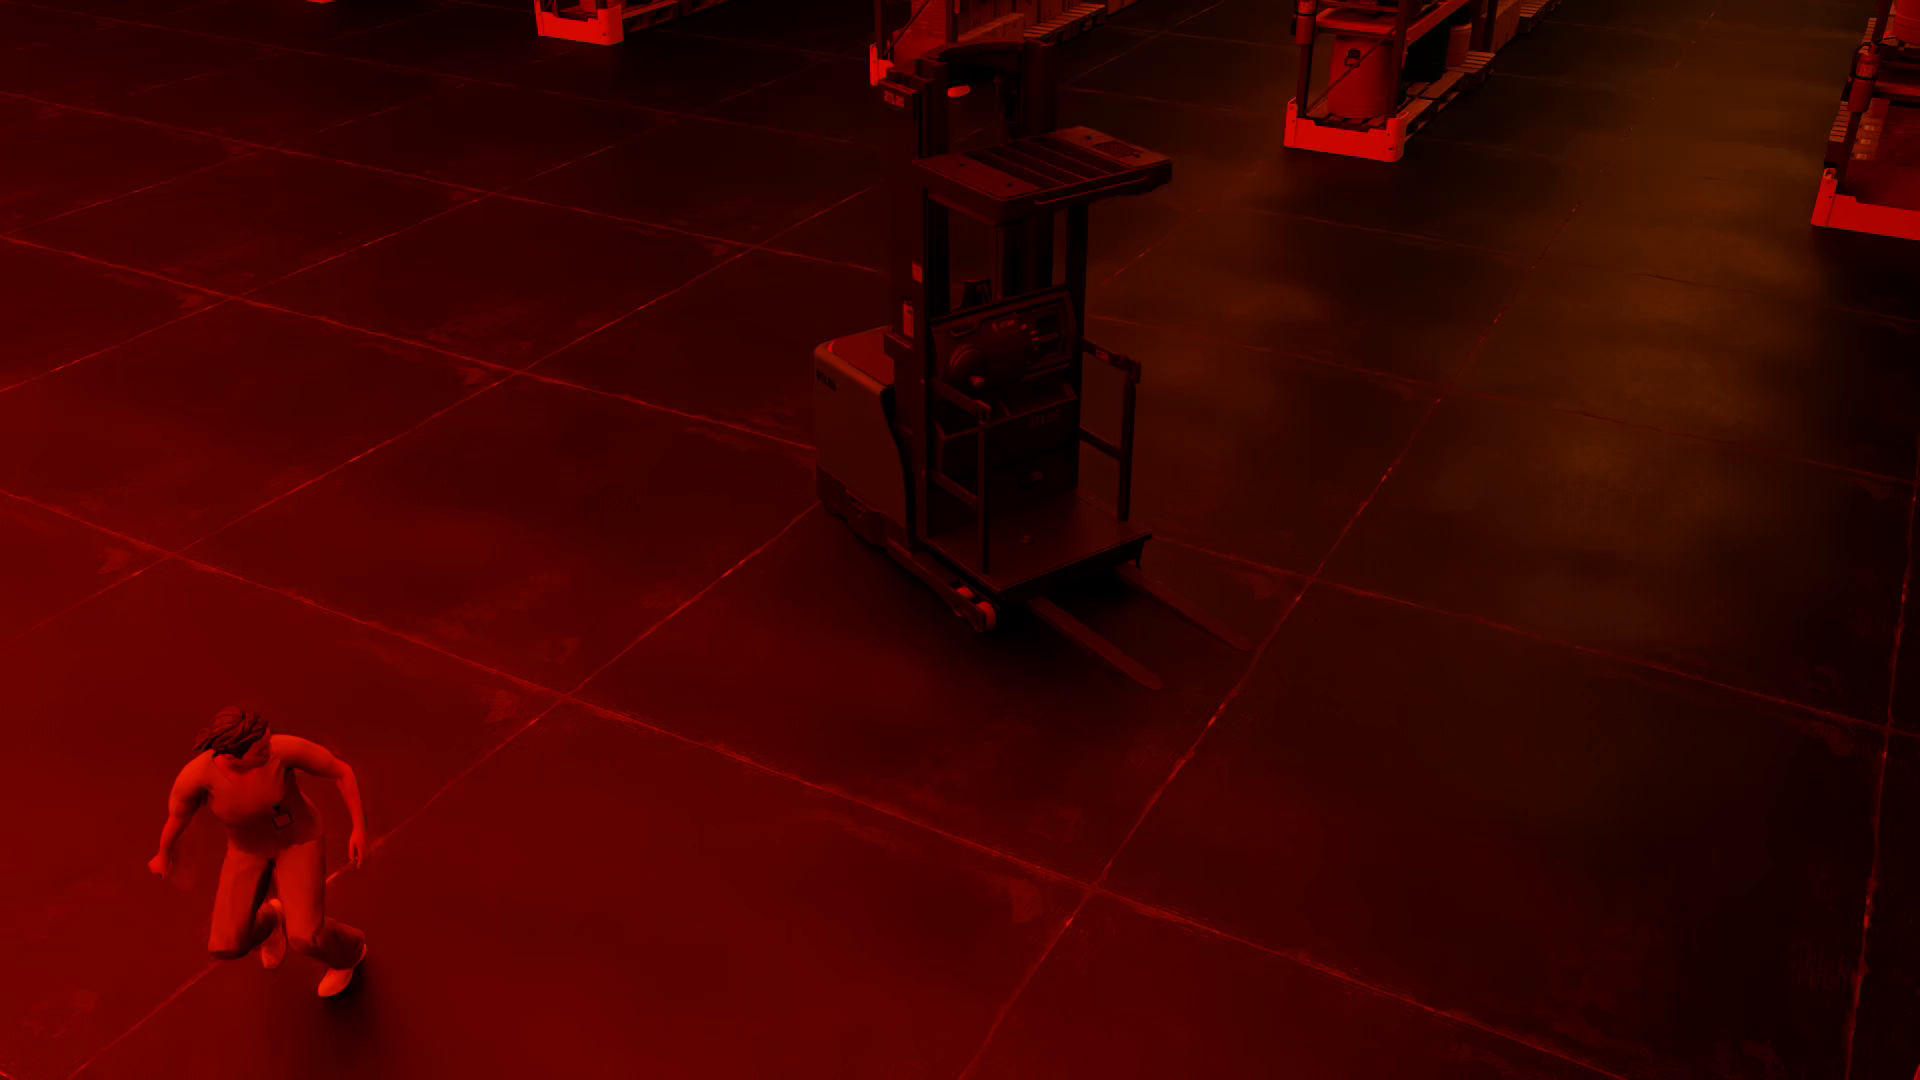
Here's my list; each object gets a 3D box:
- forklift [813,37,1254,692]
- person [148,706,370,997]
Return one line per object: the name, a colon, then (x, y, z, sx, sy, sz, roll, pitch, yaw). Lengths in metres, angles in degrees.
forklift: (0.371, -1.039, 8.871, 1.130, 2.935, 3.031, -20, 35, -30)
person: (-2.716, 1.191, 6.448, 0.847, 1.504, 0.526, -6, 31, -11)
